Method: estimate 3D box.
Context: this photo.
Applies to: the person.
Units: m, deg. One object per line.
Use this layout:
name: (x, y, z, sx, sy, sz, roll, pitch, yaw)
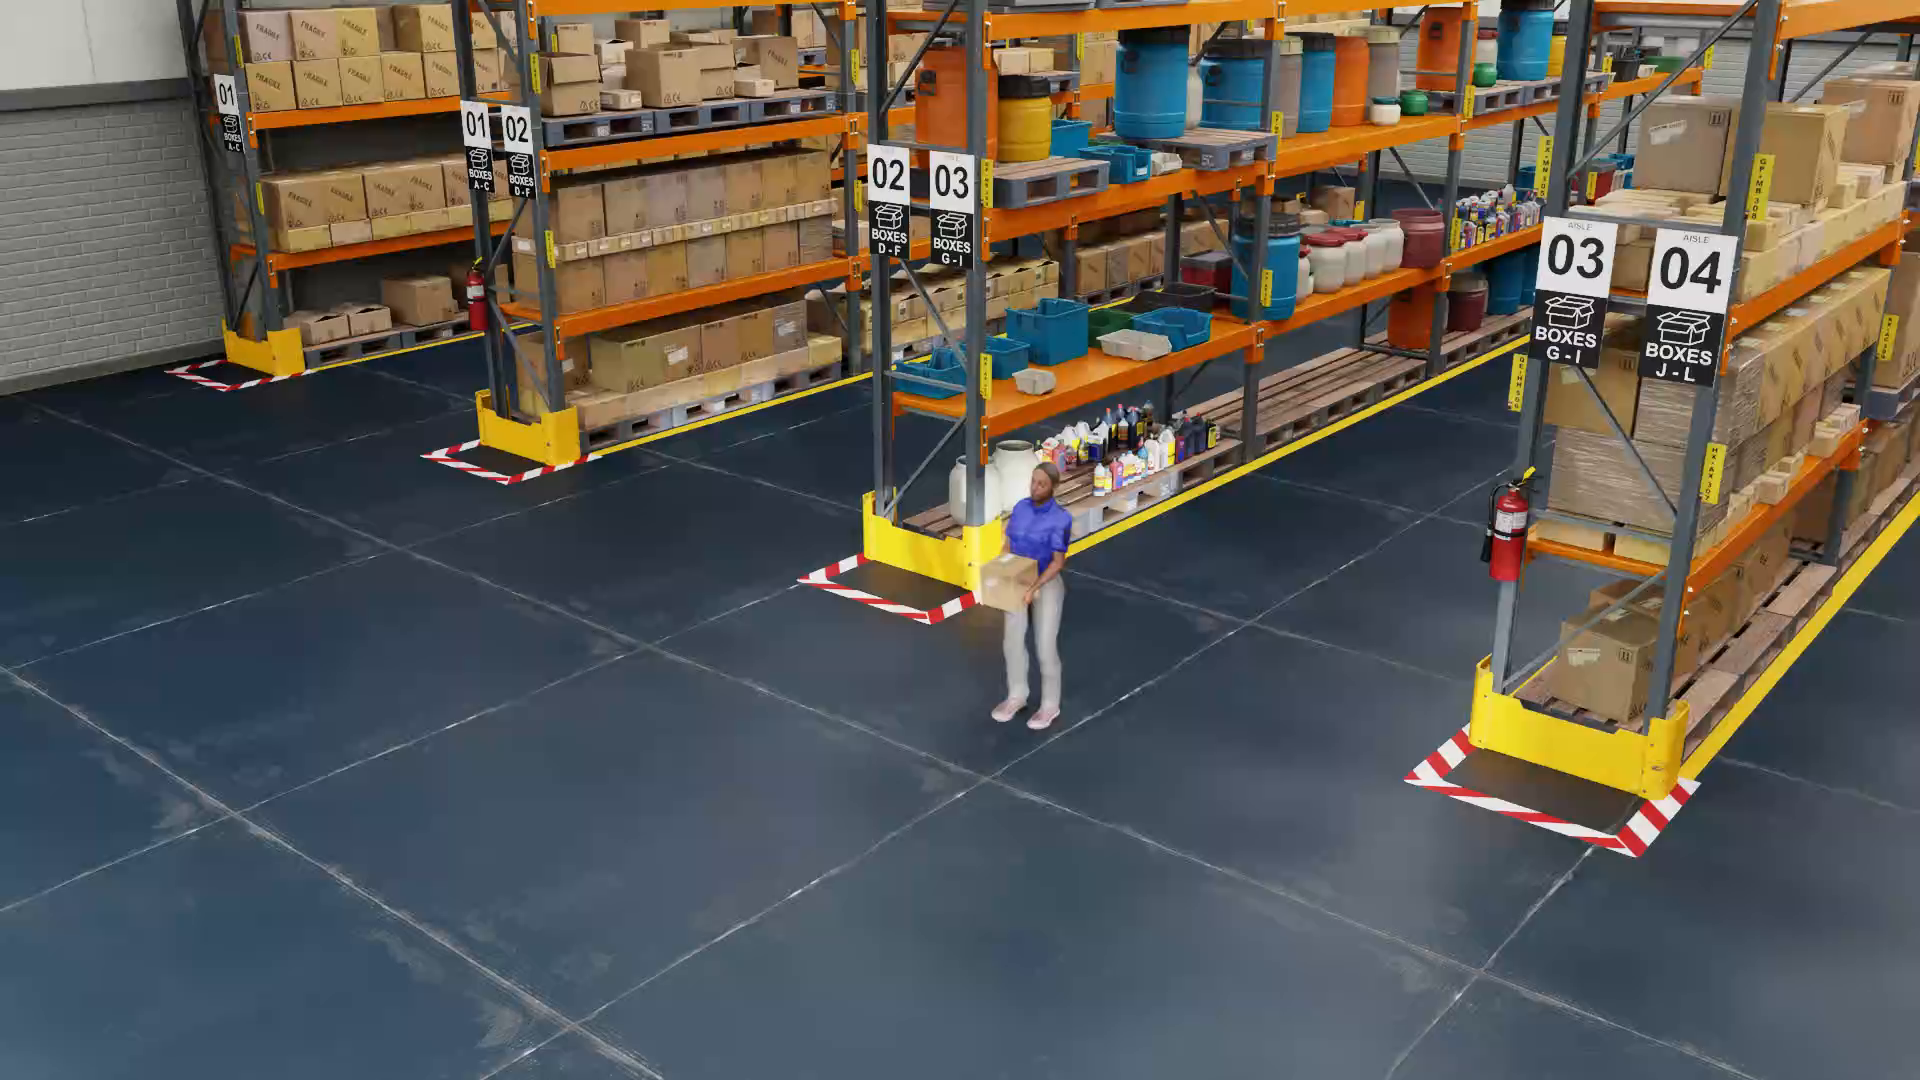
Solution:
person: (0.415, 0.345, 10.156, 0.455, 1.653, 0.510, 16, 26, 36)
